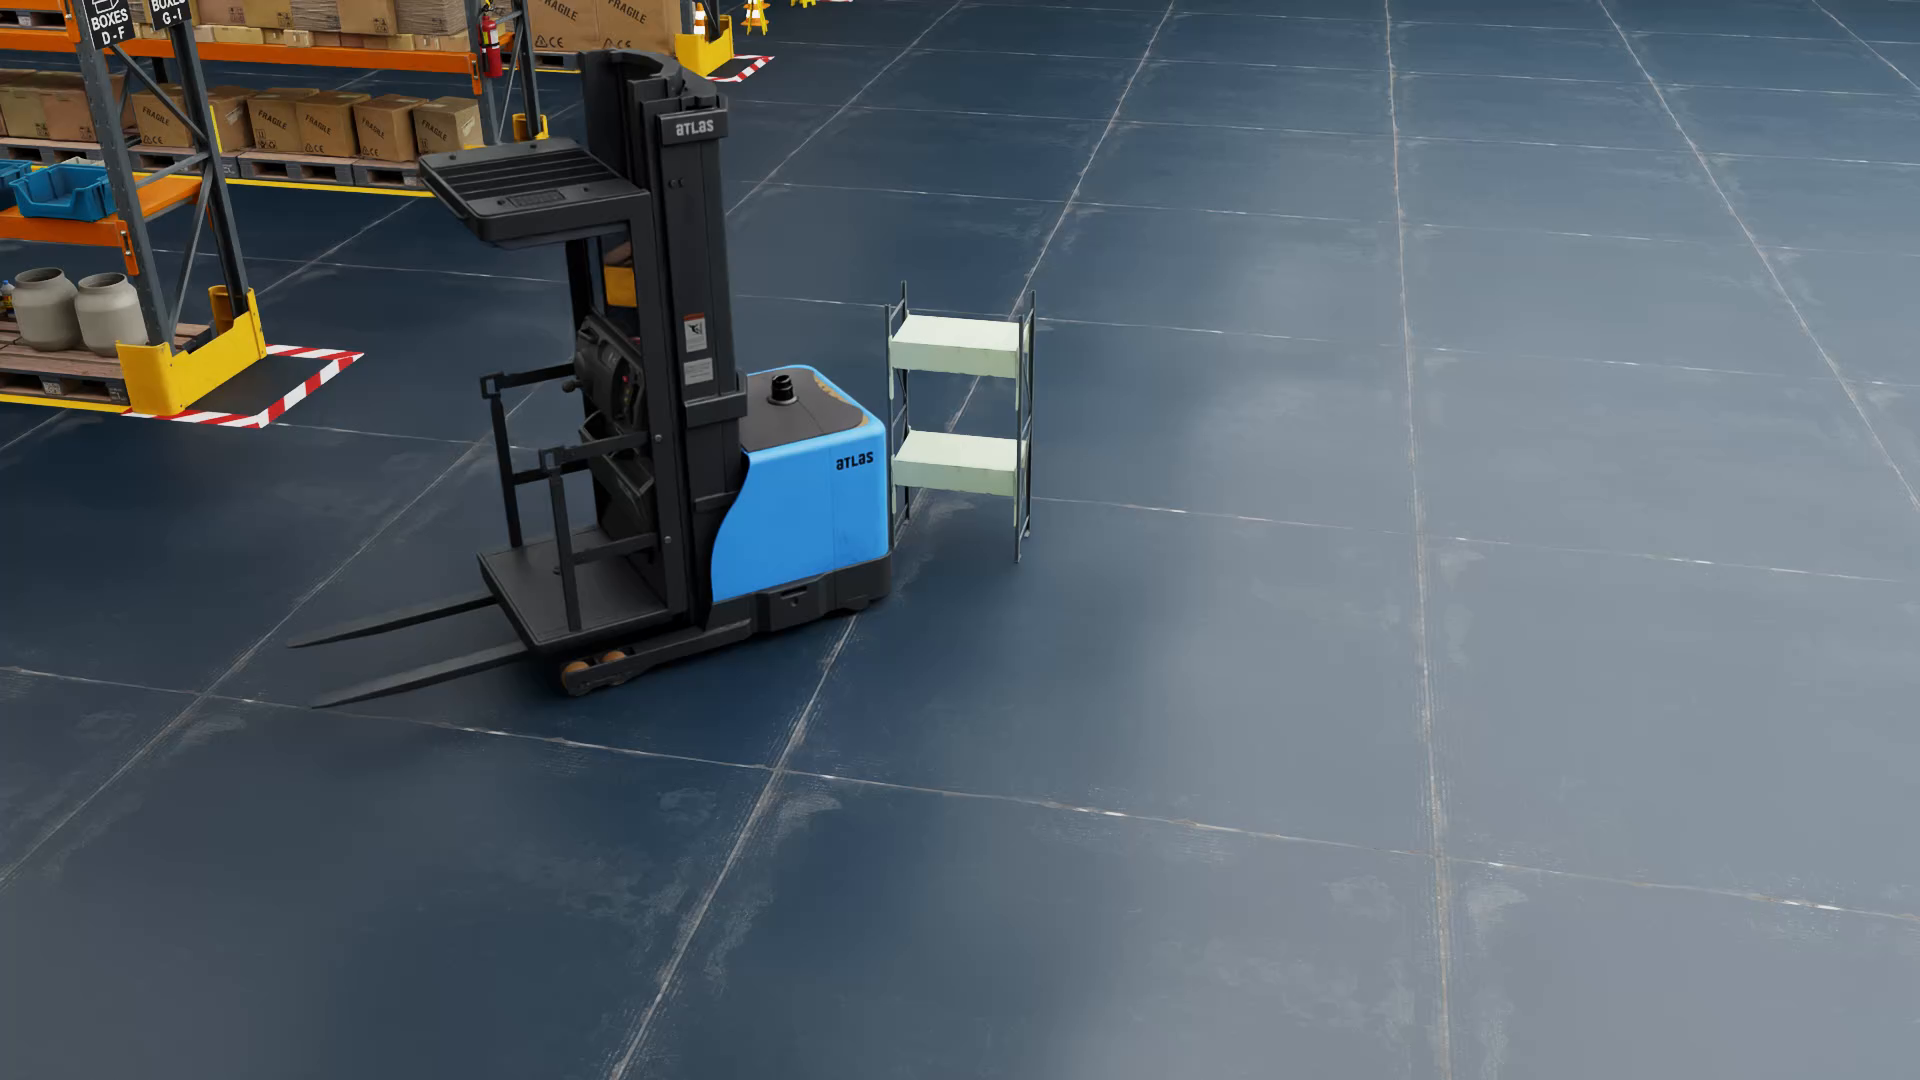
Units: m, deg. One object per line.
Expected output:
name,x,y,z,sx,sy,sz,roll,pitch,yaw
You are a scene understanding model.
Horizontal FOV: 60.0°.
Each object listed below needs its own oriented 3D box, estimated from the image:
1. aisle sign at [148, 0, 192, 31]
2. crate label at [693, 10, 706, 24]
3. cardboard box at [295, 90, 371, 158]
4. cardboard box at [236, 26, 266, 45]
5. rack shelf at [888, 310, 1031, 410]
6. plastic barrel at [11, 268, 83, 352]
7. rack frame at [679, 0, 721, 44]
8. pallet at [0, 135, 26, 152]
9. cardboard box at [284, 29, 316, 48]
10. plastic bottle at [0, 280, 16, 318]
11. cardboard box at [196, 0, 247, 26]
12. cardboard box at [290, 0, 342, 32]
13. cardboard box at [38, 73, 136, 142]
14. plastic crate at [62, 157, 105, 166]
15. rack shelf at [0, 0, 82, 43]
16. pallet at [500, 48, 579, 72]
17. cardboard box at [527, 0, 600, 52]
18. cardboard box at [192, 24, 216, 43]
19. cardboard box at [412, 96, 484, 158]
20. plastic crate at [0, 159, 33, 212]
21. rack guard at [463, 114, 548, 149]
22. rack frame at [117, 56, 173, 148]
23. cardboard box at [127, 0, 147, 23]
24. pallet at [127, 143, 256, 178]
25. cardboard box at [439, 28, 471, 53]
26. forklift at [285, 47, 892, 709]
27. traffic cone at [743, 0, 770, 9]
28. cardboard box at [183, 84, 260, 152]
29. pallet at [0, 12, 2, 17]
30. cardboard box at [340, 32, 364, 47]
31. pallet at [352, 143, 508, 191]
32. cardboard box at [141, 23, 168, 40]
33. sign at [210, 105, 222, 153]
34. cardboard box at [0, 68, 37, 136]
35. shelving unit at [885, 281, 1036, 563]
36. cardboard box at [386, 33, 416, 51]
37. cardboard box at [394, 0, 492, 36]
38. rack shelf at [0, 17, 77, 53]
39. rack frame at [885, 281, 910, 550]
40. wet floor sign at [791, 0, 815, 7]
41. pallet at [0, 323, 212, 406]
aisle sign,-5.162,-3.726,10.726,0.004,0.787,0.394,6,29,11
crate label,-3.561,-7.112,22.598,0.298,0.136,0.250,-9,30,-16
cardboard box,-6.067,-4.056,16.200,0.500,0.500,0.500,9,30,15
cardboard box,-6.554,-4.766,15.593,0.250,0.149,0.380,6,29,11
rack shelf,0.007,-1.000,9.201,0.720,0.370,0.431,6,29,11
plastic barrel,-6.444,-1.629,11.755,0.421,0.512,0.421,0,29,0
rack frame,-3.125,-7.101,19.597,0.127,3.000,1.000,6,29,11
pallet,-10.130,-4.158,17.126,1.213,0.211,1.003,6,29,11
cardboard box,-6.070,-4.704,15.481,0.250,0.149,0.380,6,29,11
plastic bottle,-7.002,-1.780,12.261,0.097,0.271,0.097,0,29,0
cardboard box,-6.753,-5.214,15.735,0.500,0.500,0.875,6,29,11
cardboard box,-5.786,-5.088,15.507,0.500,0.500,0.875,6,29,11
cardboard box,-8.767,-4.351,16.719,0.500,0.500,0.700,4,29,7
plastic crate,-6.102,-2.581,11.615,0.250,0.136,0.298,6,29,11
rack shelf,-7.250,-3.656,10.931,4.000,0.370,1.077,6,29,11
pallet,-5.113,-6.045,20.571,1.213,0.211,1.003,6,29,11
cardboard box,-4.663,-6.477,20.233,0.875,0.875,0.875,5,29,10
cardboard box,-7.050,-4.802,15.659,0.250,0.149,0.380,6,29,11
cardboard box,-4.867,-3.940,15.989,0.500,0.500,0.500,11,31,20
plastic crate,-6.480,-2.368,11.107,0.408,0.251,0.499,6,29,11
rack guard,-4.334,-3.693,15.975,0.348,0.500,1.175,6,29,11
rack frame,-8.171,-5.183,16.093,0.127,3.000,1.000,6,29,11
cardboard box,-7.744,-5.283,15.862,0.500,0.500,0.875,6,29,11
pallet,-7.507,-3.909,16.670,1.213,0.211,1.003,6,29,11
cardboard box,-4.581,-4.603,15.296,0.250,0.149,0.380,6,29,11
forklift,-1.910,-0.797,8.154,3.031,2.935,1.130,-15,32,-26
traffic cone,-2.880,-7.760,23.443,0.334,0.463,0.336,6,29,11
cardboard box,-7.227,-4.158,16.387,0.500,0.500,0.500,16,32,26
pallet,-10.139,-5.321,16.545,1.213,0.211,1.003,6,29,11
cardboard box,-5.558,-4.706,15.484,0.250,0.149,0.380,6,29,11
pallet,-5.121,-3.664,16.223,1.213,0.211,1.003,6,29,11
cardboard box,-7.532,-4.867,15.777,0.250,0.149,0.380,6,29,11
sign,-5.175,-2.835,11.517,0.005,0.325,0.100,6,29,11
cardboard box,-9.777,-4.464,16.925,0.500,0.500,0.700,3,29,6
shelving unit,0.007,-0.657,9.389,0.755,1.500,0.431,6,29,11
cardboard box,-5.081,-4.629,15.344,0.250,0.149,0.380,6,29,11
cardboard box,-4.792,-5.024,15.390,0.500,0.500,0.875,6,29,11
rack shelf,-10.127,-5.068,16.632,4.000,0.370,1.077,6,29,11
rack frame,-0.351,-0.694,9.456,0.023,1.500,0.400,6,29,11
wet floor sign,-2.228,-7.881,23.474,0.232,0.644,0.267,17,33,28
pallet,-6.171,-1.302,11.909,1.213,0.211,1.003,6,29,11
